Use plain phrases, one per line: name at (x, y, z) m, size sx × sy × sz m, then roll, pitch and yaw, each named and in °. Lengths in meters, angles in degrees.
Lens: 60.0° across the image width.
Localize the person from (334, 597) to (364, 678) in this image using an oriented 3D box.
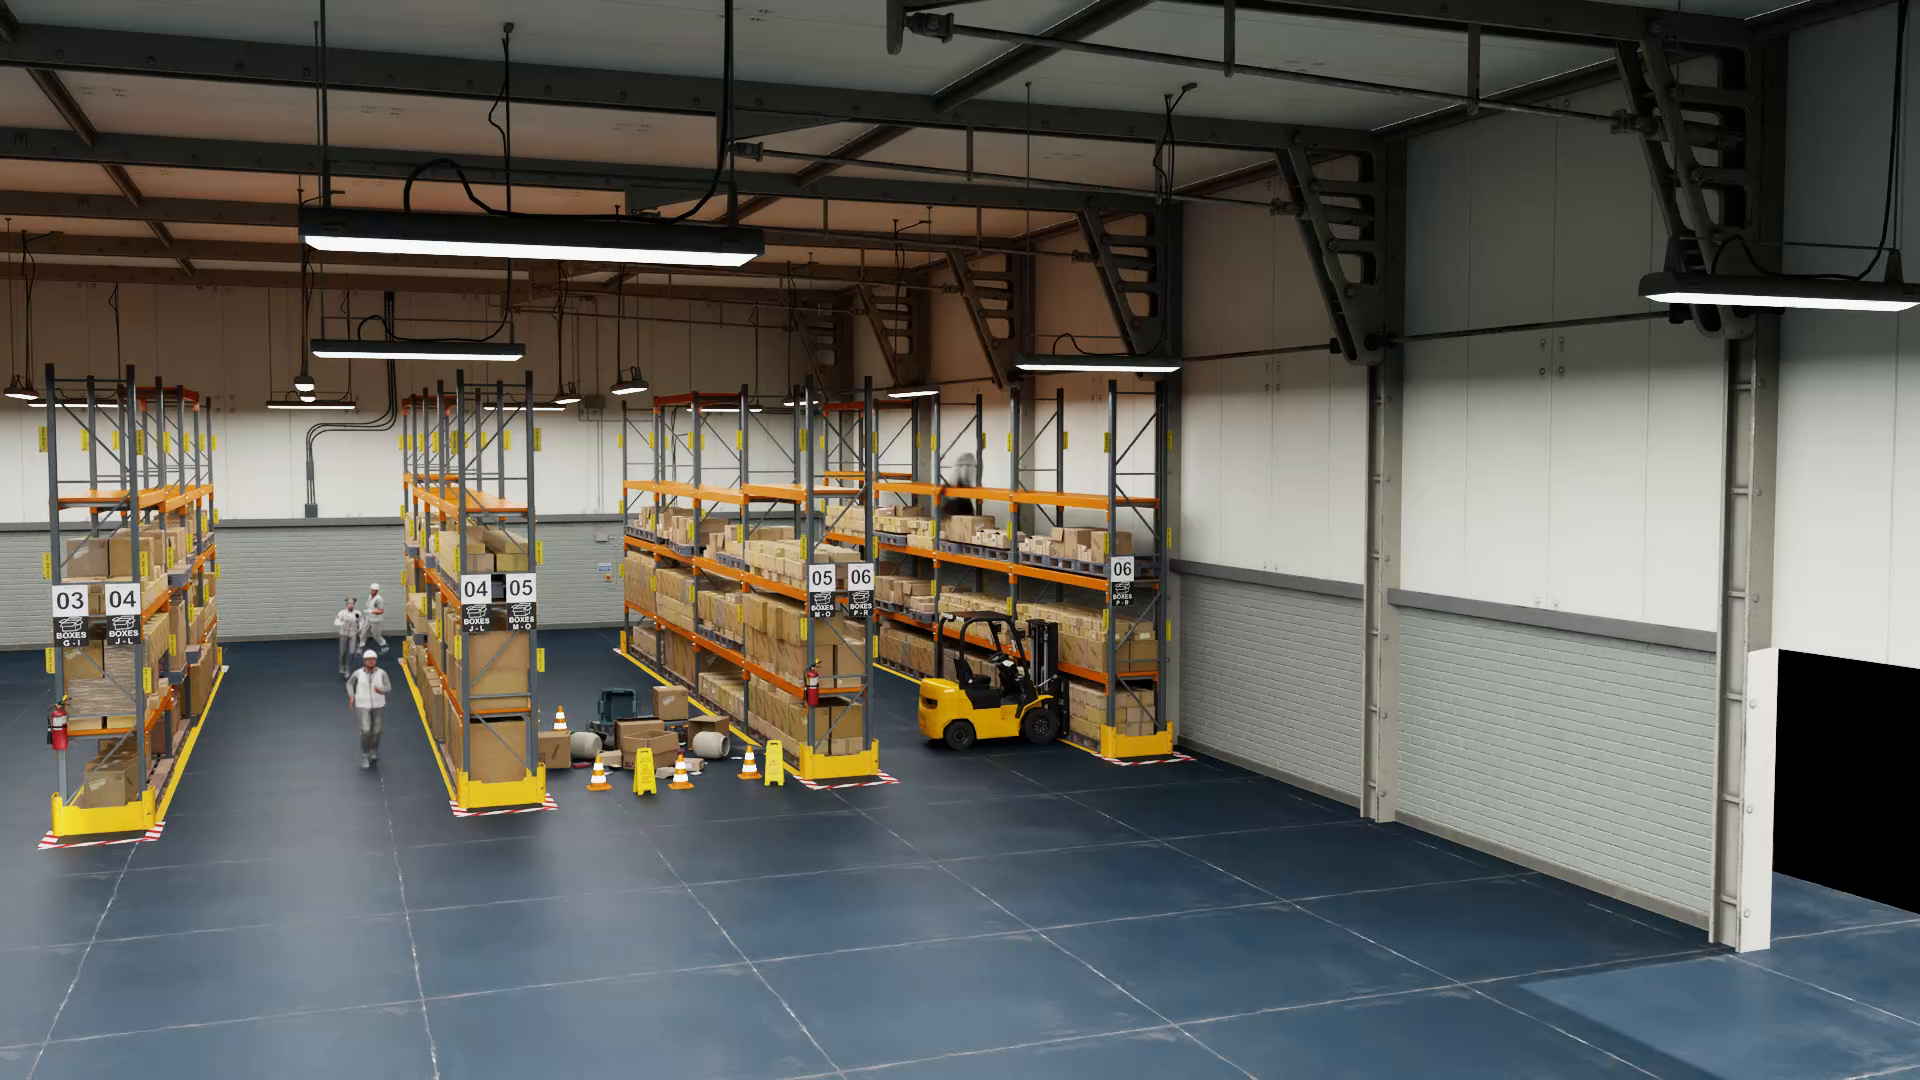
person at (-13.080, 2.089, 35.638) m, size 0.613 × 1.751 × 0.718 m, roll -1°, pitch 4°, yaw -21°

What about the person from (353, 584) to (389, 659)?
person at (-13.539, 1.861, 38.422) m, size 0.801 × 1.742 × 0.910 m, roll 2°, pitch 4°, yaw 35°

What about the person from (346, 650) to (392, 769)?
person at (-9.136, 2.616, 25.760) m, size 0.624 × 1.831 × 0.752 m, roll -2°, pitch 4°, yaw -29°
